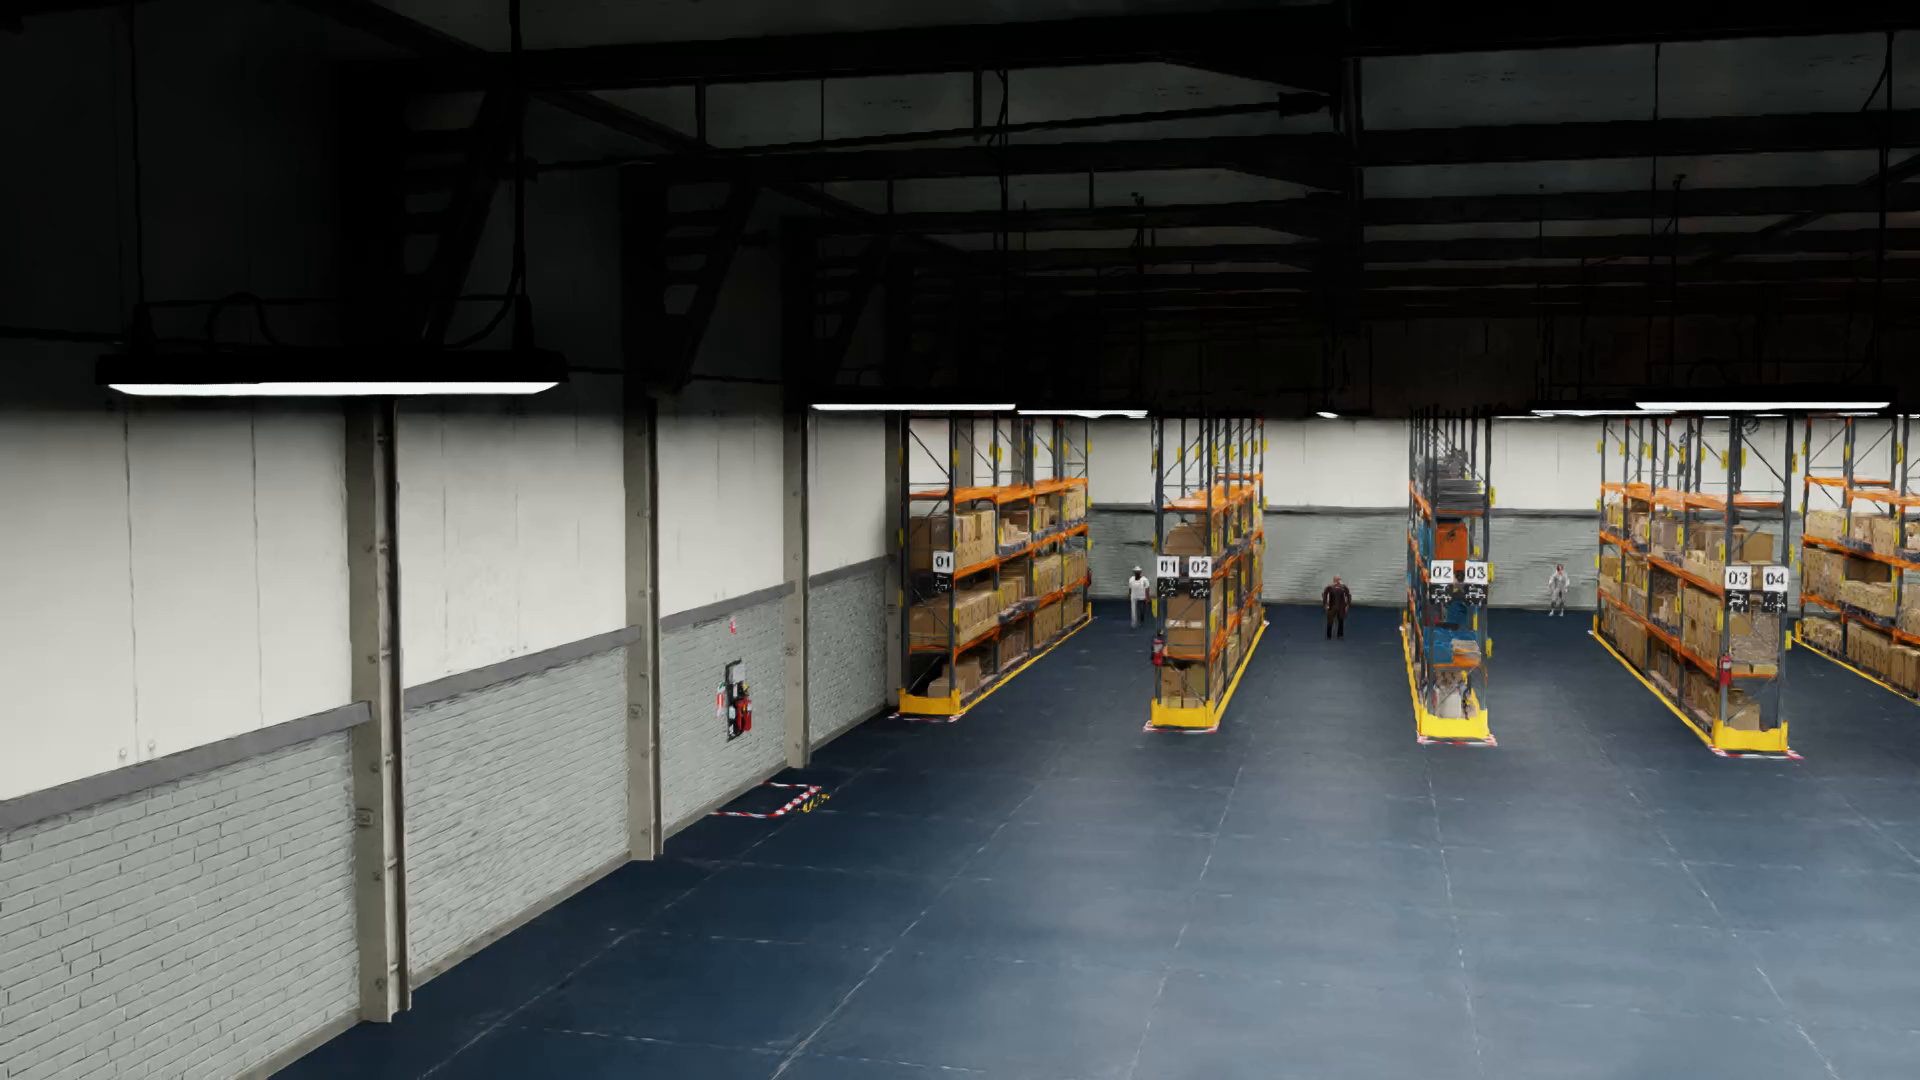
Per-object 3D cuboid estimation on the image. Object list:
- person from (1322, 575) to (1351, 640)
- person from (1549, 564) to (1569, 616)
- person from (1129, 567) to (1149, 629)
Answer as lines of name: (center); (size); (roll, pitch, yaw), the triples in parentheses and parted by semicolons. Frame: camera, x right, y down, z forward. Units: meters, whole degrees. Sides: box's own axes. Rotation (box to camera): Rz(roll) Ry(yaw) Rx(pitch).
person: (9.813, 1.752, 43.379); (0.729, 1.733, 0.546); (1, 4, 12)
person: (17.580, 1.460, 48.820); (0.566, 1.539, 0.519); (1, 4, 12)
person: (4.925, 1.584, 45.799); (0.591, 1.716, 1.042); (1, 4, 13)
